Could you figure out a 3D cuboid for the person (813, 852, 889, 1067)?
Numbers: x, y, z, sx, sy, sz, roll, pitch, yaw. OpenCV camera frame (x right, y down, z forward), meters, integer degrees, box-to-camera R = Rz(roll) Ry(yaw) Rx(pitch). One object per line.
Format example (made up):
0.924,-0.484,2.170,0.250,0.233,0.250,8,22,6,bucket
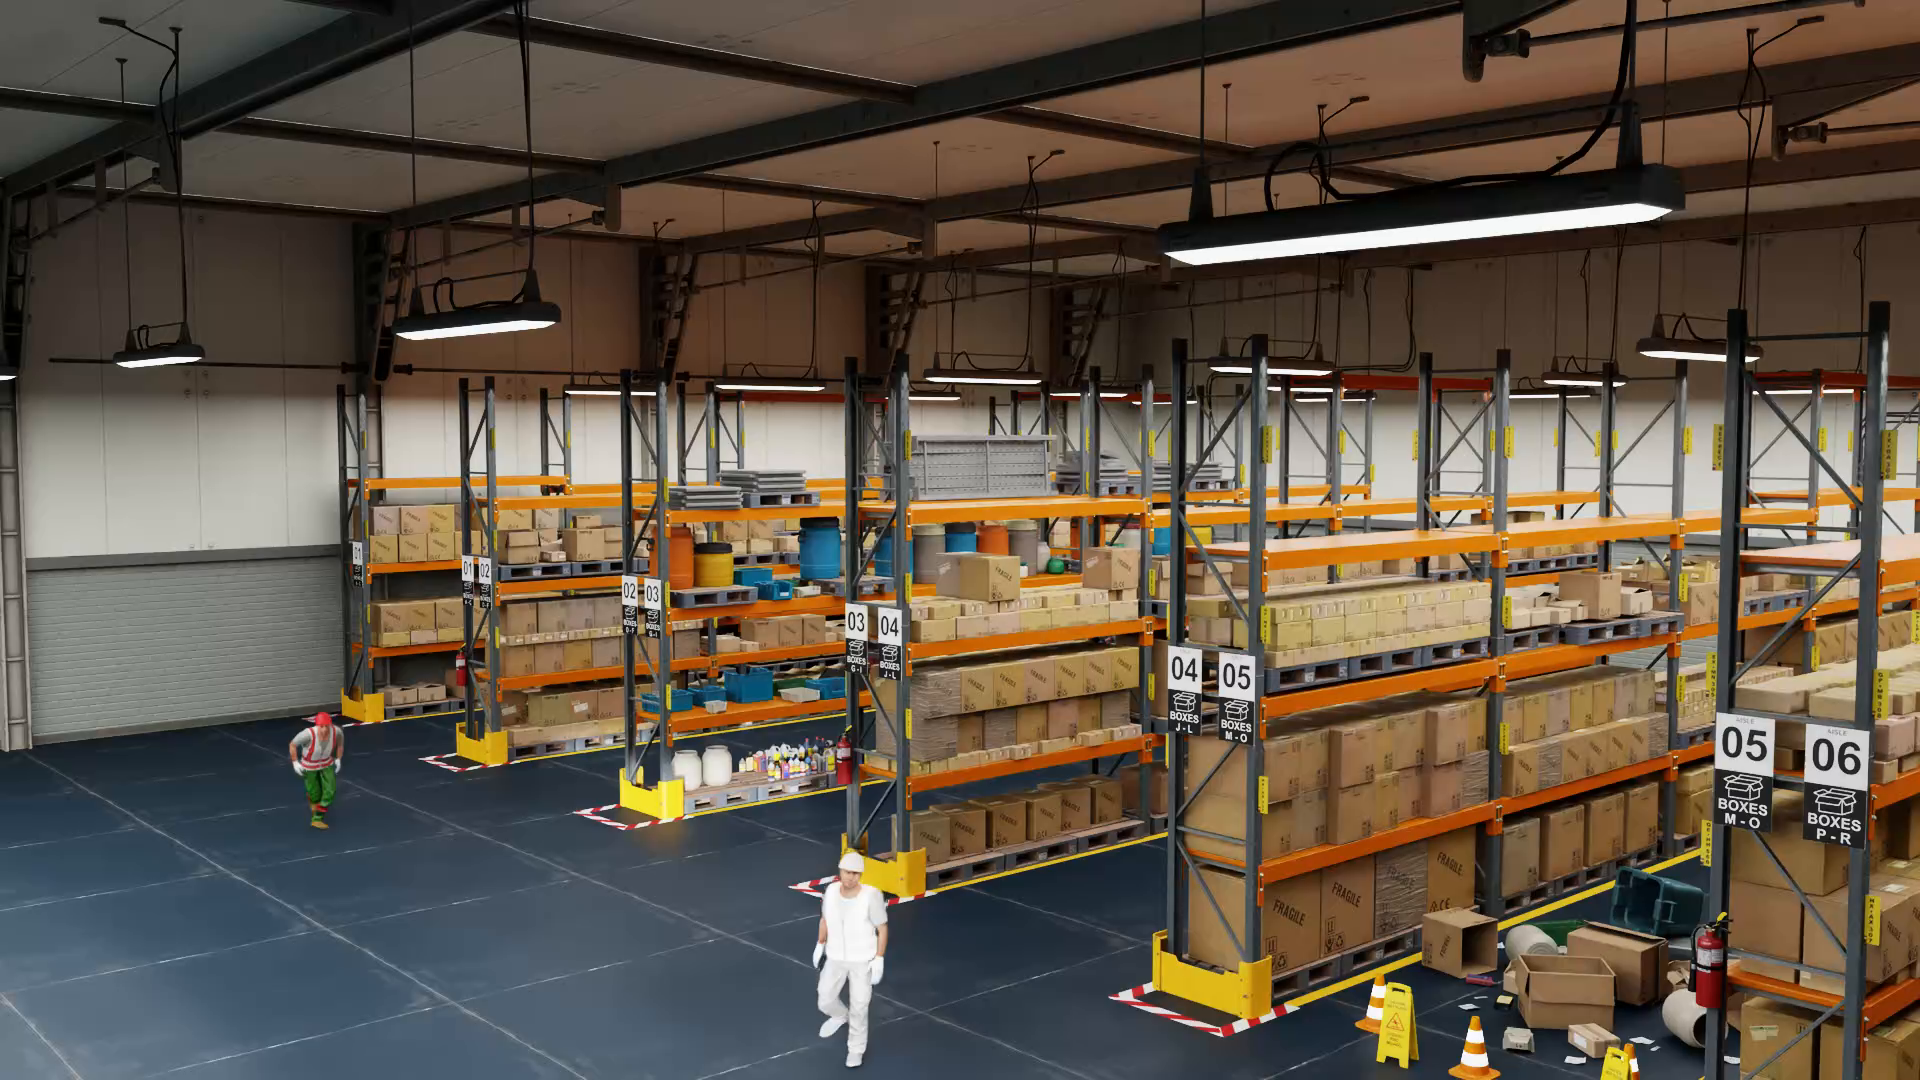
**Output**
-0.888,3.392,13.609,0.719,1.749,0.698,1,4,16,person

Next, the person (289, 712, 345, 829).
-8.346,2.973,21.560,0.675,1.572,0.999,-3,5,-36,person
